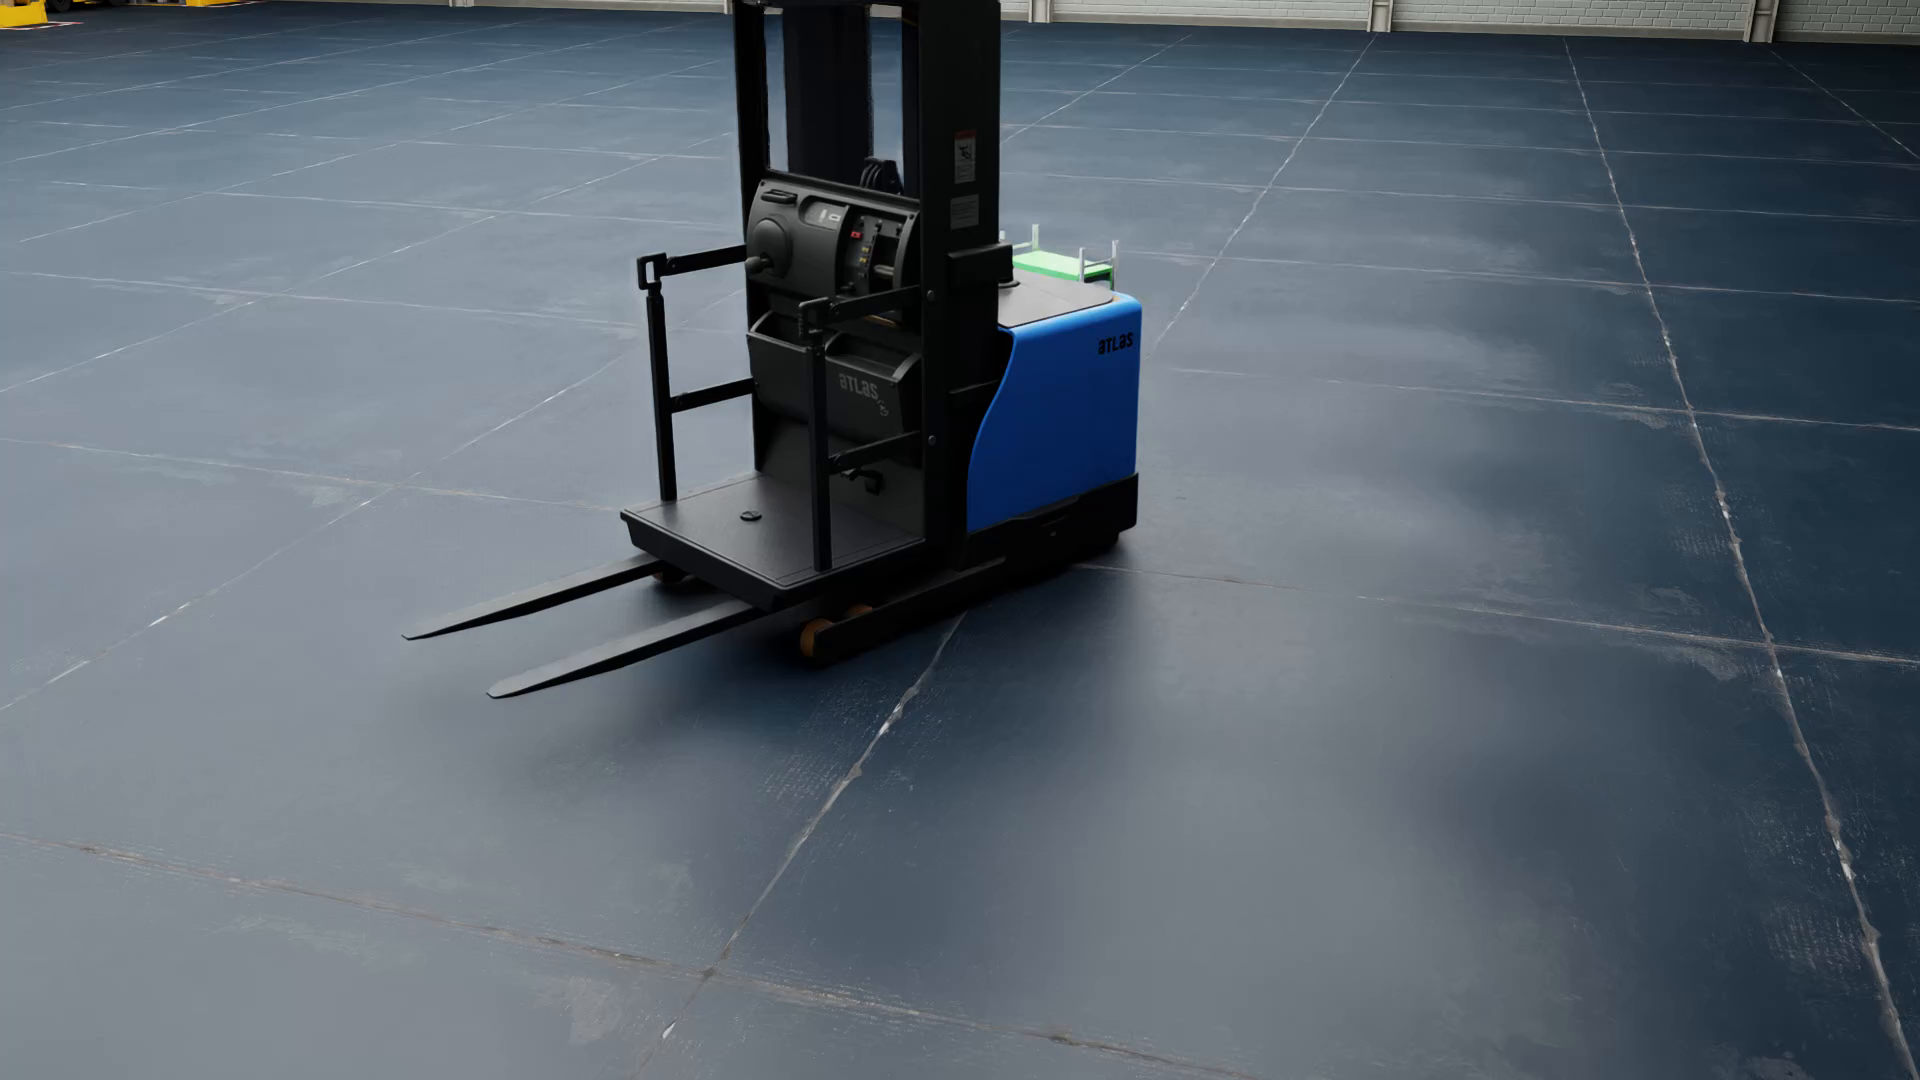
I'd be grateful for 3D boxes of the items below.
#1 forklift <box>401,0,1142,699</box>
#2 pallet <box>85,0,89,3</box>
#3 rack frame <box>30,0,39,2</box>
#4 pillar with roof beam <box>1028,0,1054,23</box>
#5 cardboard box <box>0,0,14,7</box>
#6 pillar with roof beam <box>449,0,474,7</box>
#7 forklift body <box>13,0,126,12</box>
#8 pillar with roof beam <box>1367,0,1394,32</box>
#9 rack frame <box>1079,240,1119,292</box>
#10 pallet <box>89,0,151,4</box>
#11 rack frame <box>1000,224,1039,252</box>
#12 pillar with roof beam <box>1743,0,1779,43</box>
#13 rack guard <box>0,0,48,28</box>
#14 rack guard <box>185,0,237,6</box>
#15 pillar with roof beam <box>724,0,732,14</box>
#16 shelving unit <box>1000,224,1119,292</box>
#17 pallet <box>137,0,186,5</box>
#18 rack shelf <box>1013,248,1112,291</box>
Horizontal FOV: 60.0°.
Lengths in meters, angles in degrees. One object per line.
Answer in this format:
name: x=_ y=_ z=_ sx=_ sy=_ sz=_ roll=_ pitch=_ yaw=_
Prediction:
forklift: x=-0.646 y=-1.120 z=6.137 sx=3.031 sy=2.935 sz=1.130 roll=-20 pitch=29 yaw=-39
pallet: x=-18.431 y=-11.428 z=34.852 sx=1.213 sy=0.211 sz=1.003 roll=7 pitch=23 yaw=16
rack frame: x=-16.781 y=-10.578 z=29.106 sx=0.127 sy=3.000 sz=1.000 roll=7 pitch=23 yaw=16
pillar with roof beam: x=0.232 y=-12.024 z=24.726 sx=0.400 sy=9.000 sz=9.100 roll=7 pitch=23 yaw=16
cardboard box: x=-17.473 y=-9.689 z=30.009 sx=0.500 sy=0.250 sz=0.500 roll=6 pitch=23 yaw=15
pillar with roof beam: x=-11.256 y=-13.340 z=27.933 sx=0.400 sy=9.000 sz=9.100 roll=7 pitch=23 yaw=16
forklift body: x=-17.693 y=-11.535 z=32.556 sx=1.214 sy=2.155 sz=2.313 roll=7 pitch=23 yaw=16
pillar with roof beam: x=5.976 y=-11.366 z=23.123 sx=0.400 sy=9.000 sz=9.100 roll=7 pitch=23 yaw=16
rack frame: x=0.608 y=-0.733 z=7.476 sx=0.240 sy=1.200 sz=0.015 roll=-20 pitch=30 yaw=-40
pallet: x=-17.259 y=-11.295 z=34.528 sx=1.213 sy=0.211 sz=1.003 roll=7 pitch=23 yaw=15
rack frame: x=0.270 y=-0.867 z=7.802 sx=0.240 sy=1.200 sz=0.015 roll=-20 pitch=30 yaw=-40
pillar with roof beam: x=11.721 y=-10.709 z=21.519 sx=0.400 sy=9.000 sz=9.100 roll=7 pitch=23 yaw=16
rack guard: x=-16.854 y=-9.430 z=29.601 sx=0.348 sy=0.500 sz=1.175 roll=7 pitch=23 yaw=16
rack guard: x=-15.328 y=-11.223 z=33.972 sx=0.348 sy=0.500 sz=1.175 roll=7 pitch=23 yaw=16
pillar with roof beam: x=-5.512 y=-12.682 z=26.329 sx=0.400 sy=9.000 sz=9.100 roll=7 pitch=23 yaw=16
shelving unit: x=0.439 y=-0.800 z=7.639 sx=0.258 sy=1.200 sz=0.503 roll=-20 pitch=30 yaw=-40
pallet: x=-16.095 y=-11.161 z=34.200 sx=1.213 sy=0.211 sz=1.003 roll=7 pitch=23 yaw=16
rack shelf: x=0.439 y=-1.185 z=7.481 sx=0.258 sy=0.148 sz=0.480 roll=-20 pitch=30 yaw=-40
